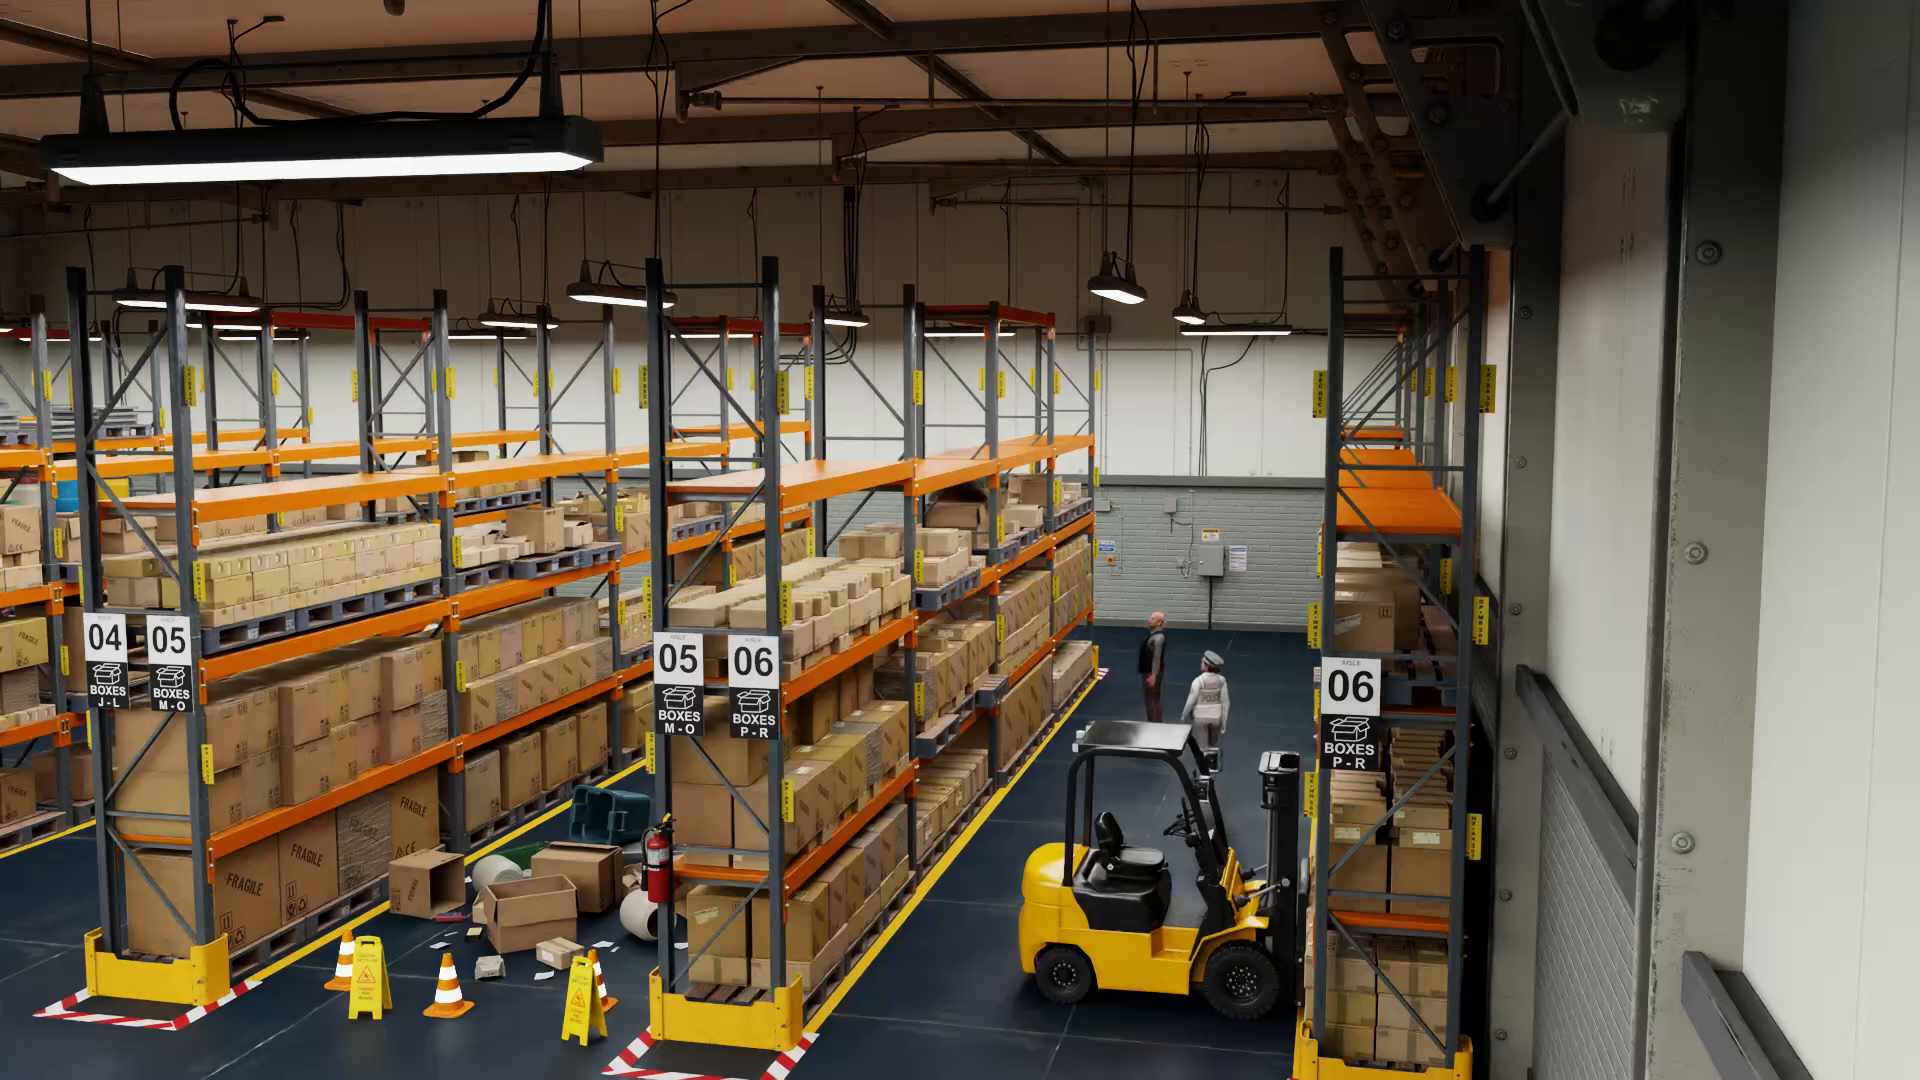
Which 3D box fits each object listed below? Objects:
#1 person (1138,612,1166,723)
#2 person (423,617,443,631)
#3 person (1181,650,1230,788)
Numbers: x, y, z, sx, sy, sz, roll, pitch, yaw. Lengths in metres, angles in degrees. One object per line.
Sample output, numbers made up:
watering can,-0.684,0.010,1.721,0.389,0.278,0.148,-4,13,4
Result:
person,2.648,1.846,22.813,0.394,1.717,0.588,2,6,18
person,-7.550,1.844,24.386,0.597,1.790,0.511,-4,7,-35
person,2.937,2.155,19.860,0.536,1.696,0.726,-1,6,-9
